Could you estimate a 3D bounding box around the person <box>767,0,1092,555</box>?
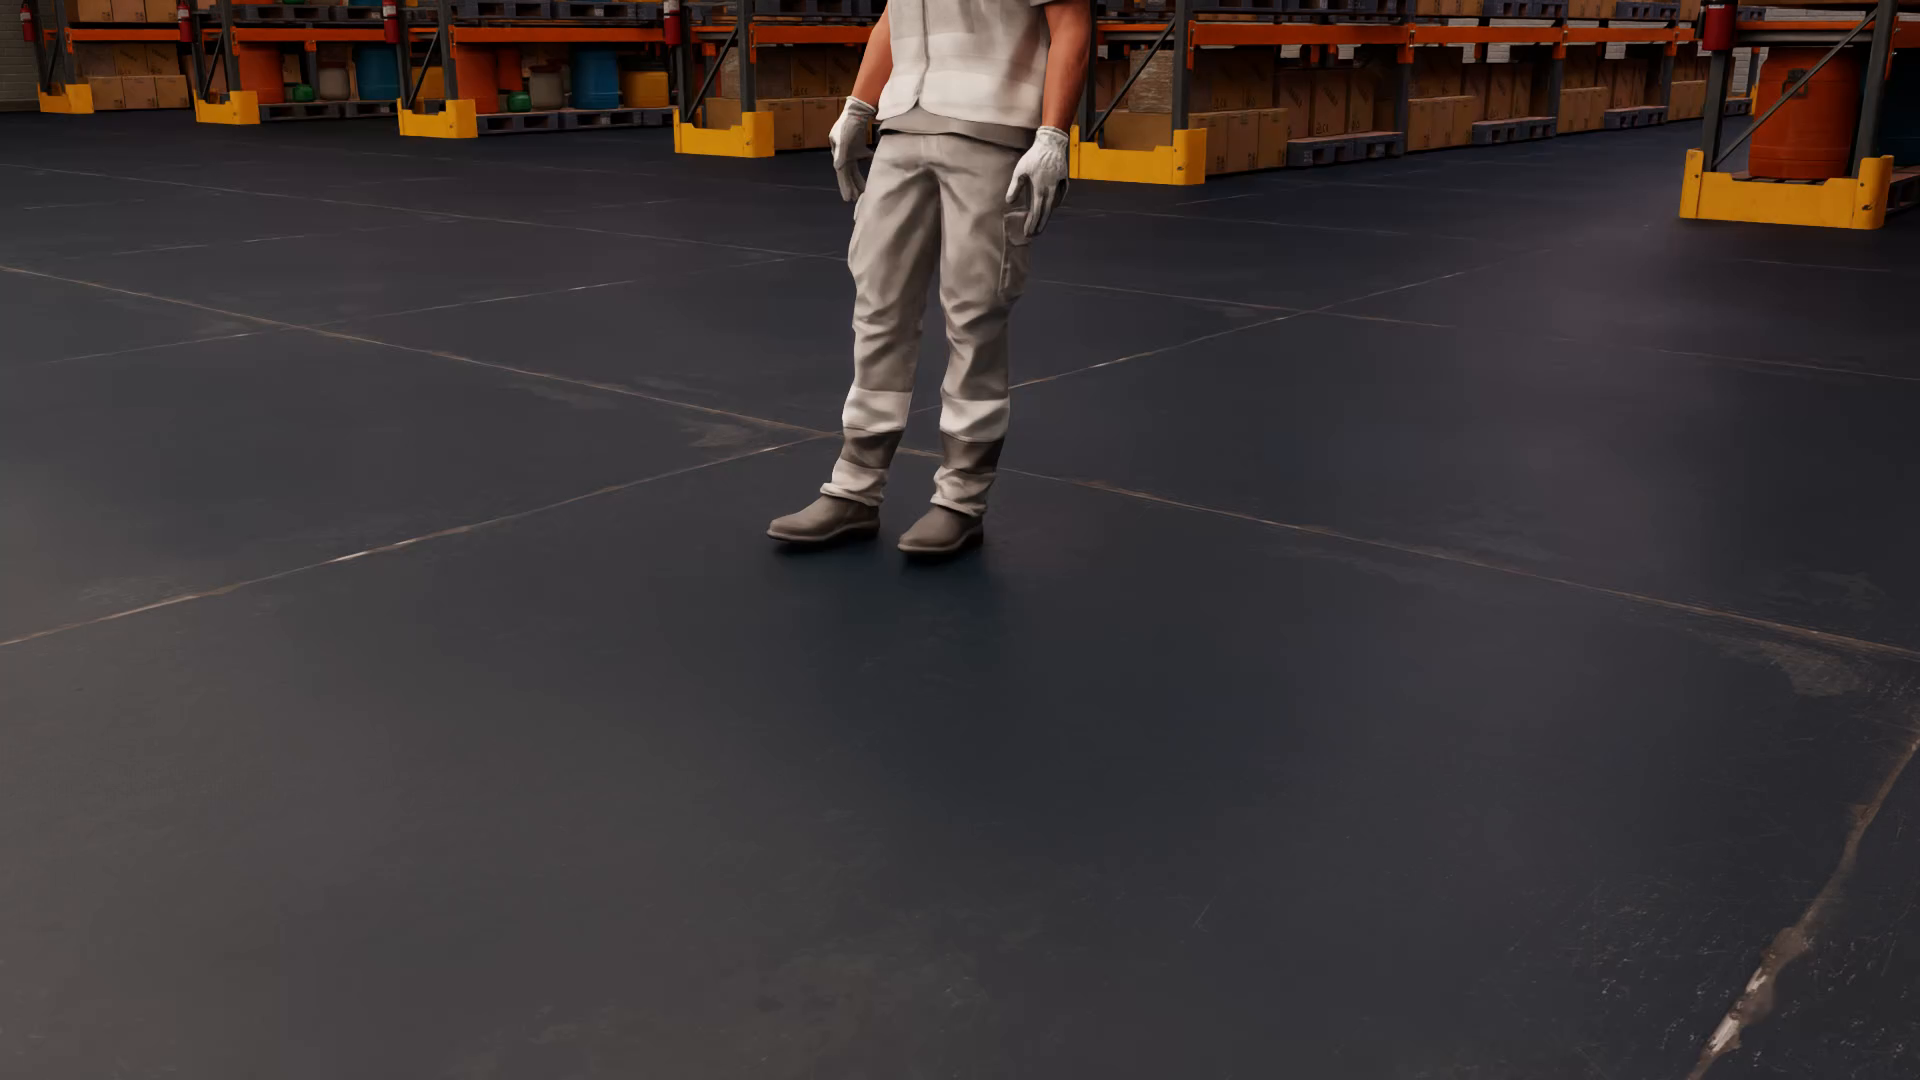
[{"bbox_3d":[-0.061,-0.847,3.628,0.637,1.790,0.562,13,21,37],"label":"person"}]
